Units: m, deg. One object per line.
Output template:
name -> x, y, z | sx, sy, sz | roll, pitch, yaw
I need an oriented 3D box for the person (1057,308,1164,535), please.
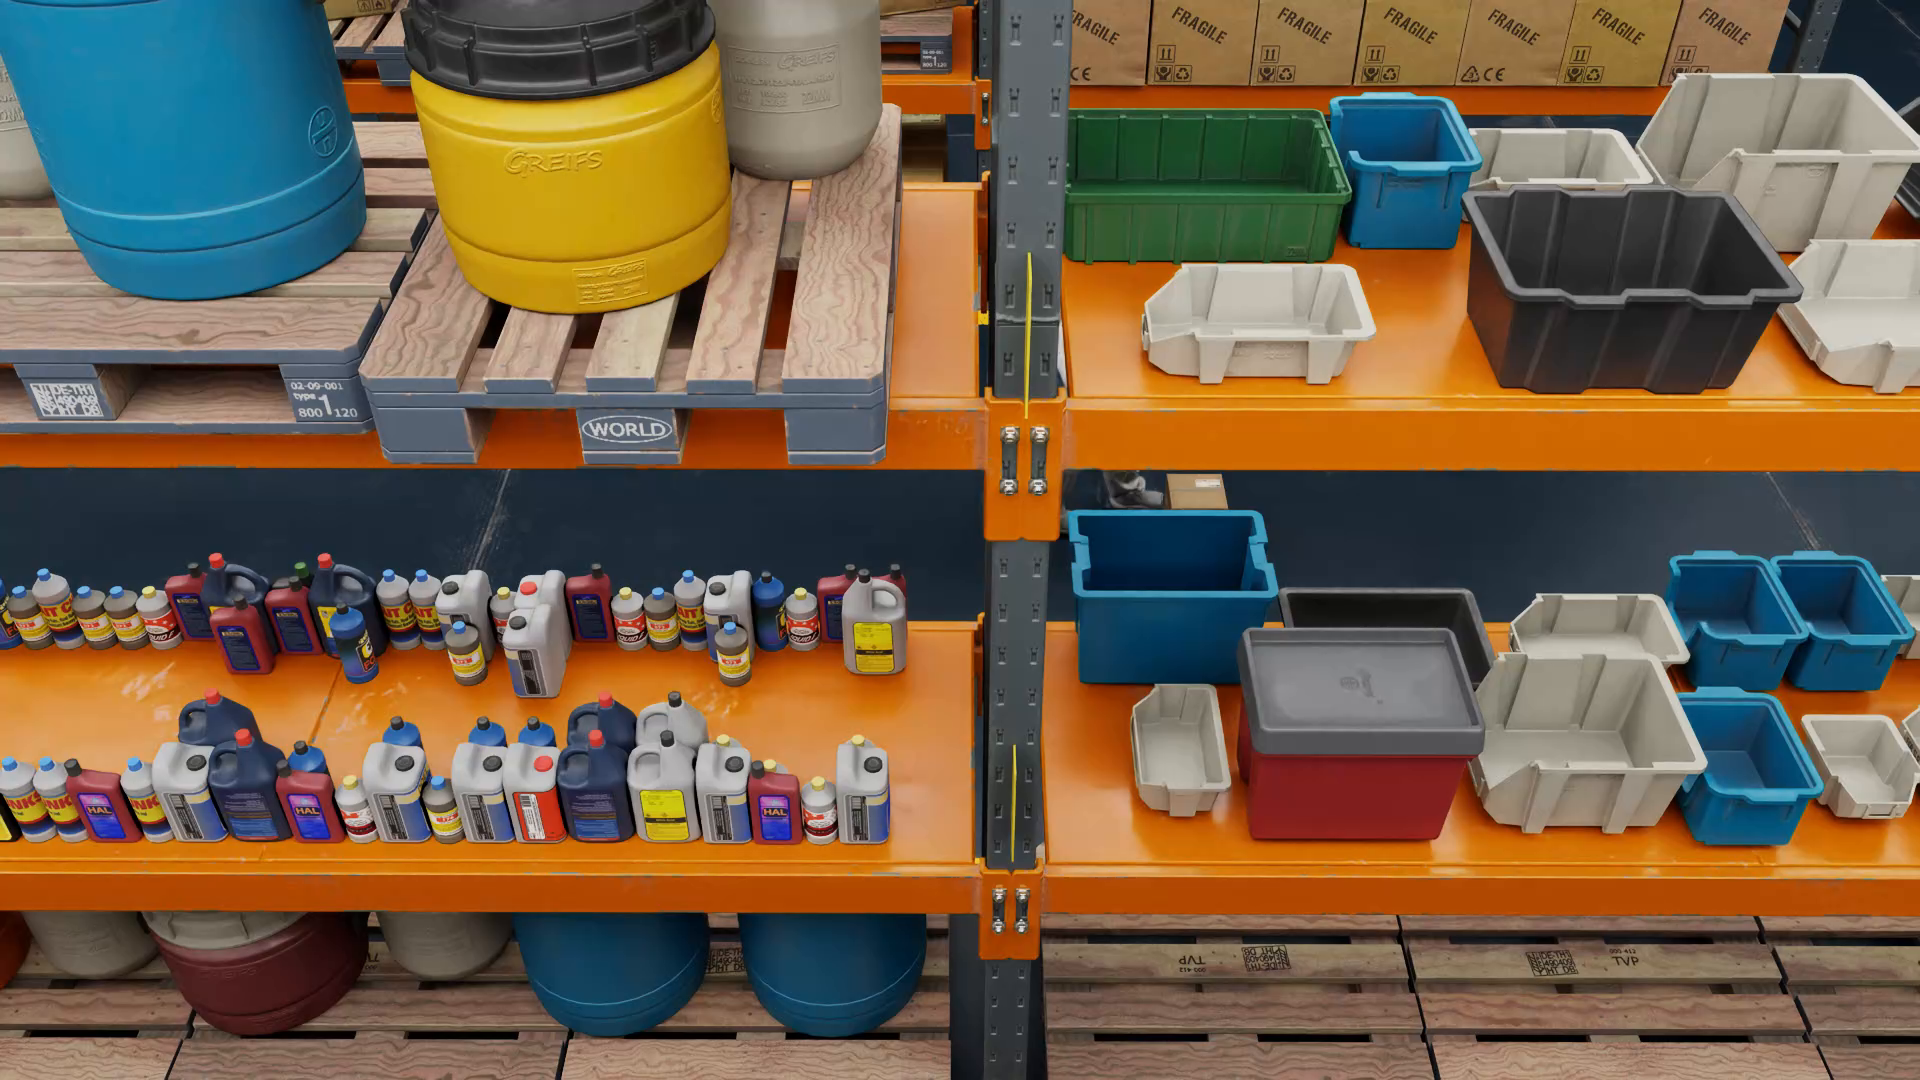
person -> 0.646, -0.713, 7.007 | 0.702, 1.777, 0.625 | -4, 39, -4
